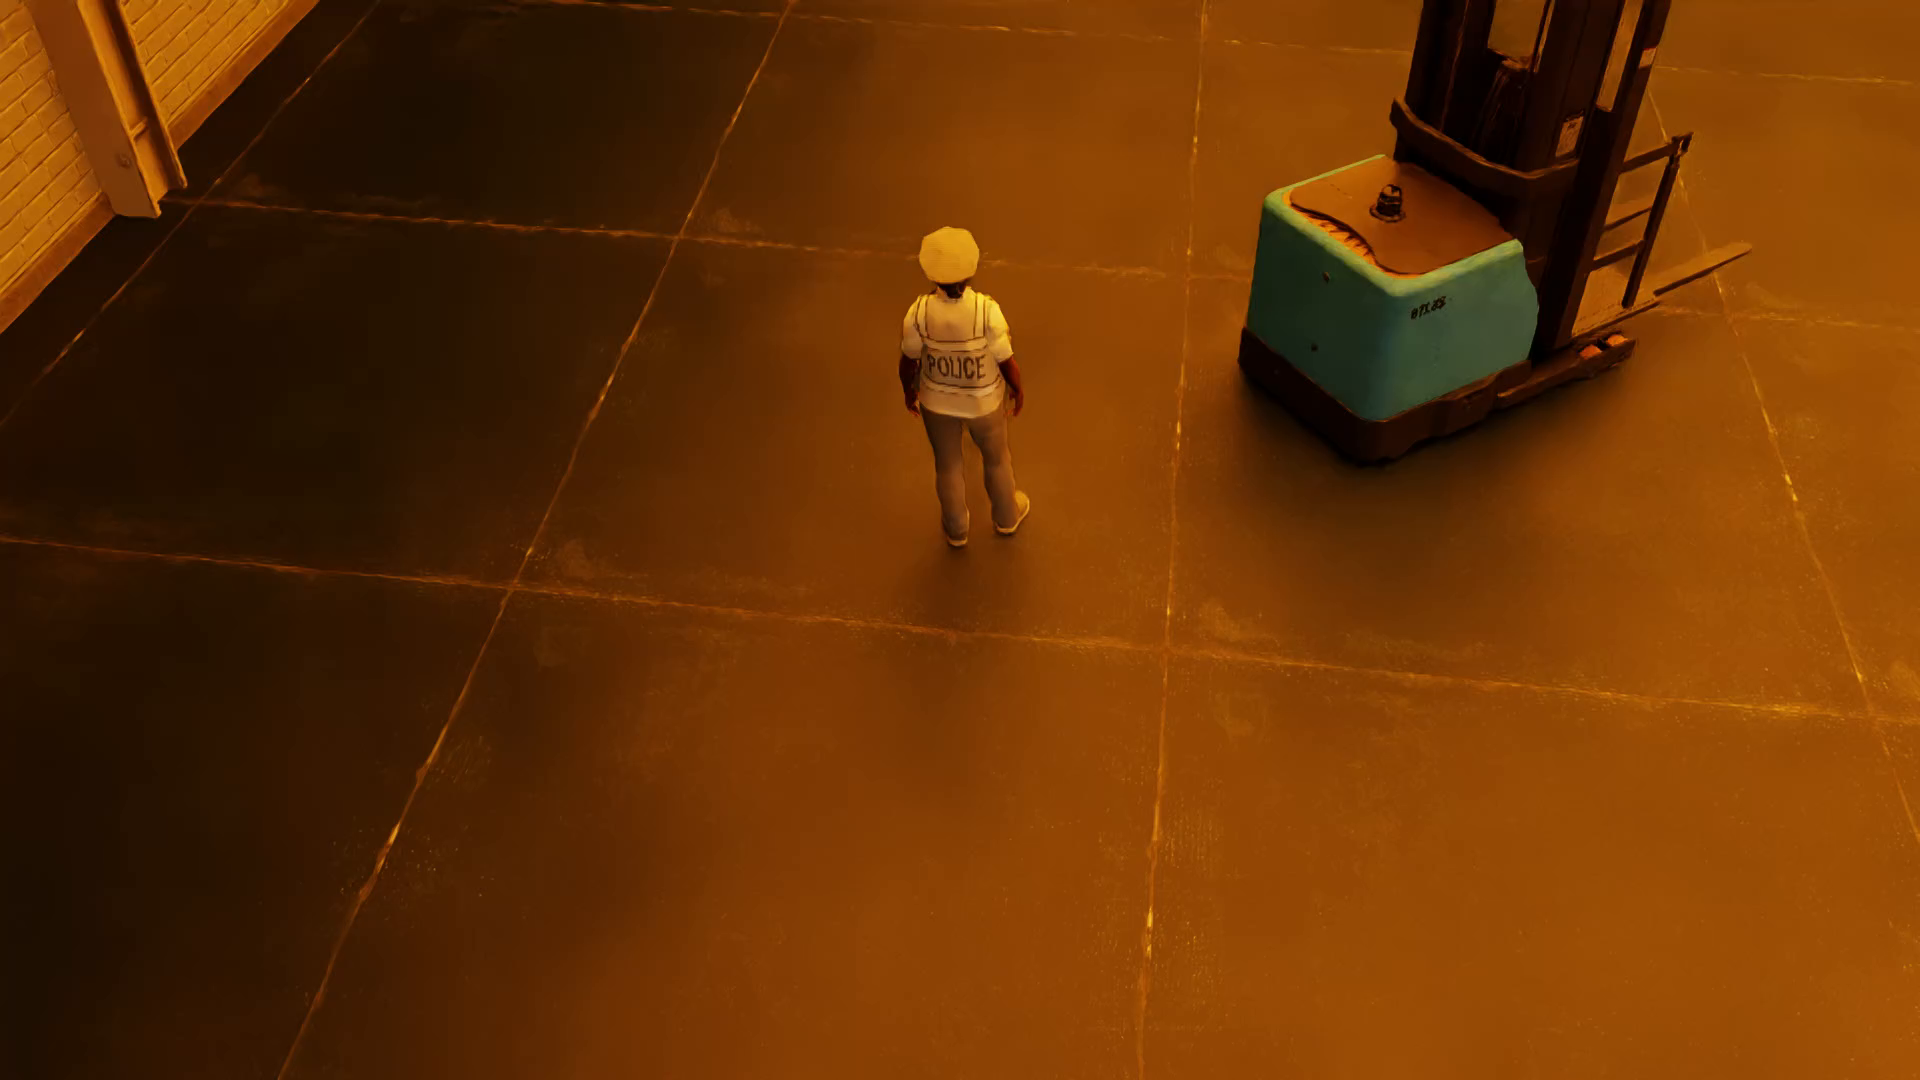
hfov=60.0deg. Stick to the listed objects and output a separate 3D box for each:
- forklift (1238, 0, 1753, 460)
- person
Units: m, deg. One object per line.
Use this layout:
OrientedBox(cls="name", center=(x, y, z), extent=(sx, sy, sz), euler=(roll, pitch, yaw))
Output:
OrientedBox(cls="forklift", center=(3.001, -2.228, 8.149), extent=(3.031, 2.935, 1.130), euler=(-22, 47, -23))
OrientedBox(cls="person", center=(0.029, -0.678, 7.365), extent=(0.570, 1.695, 0.529), euler=(5, 43, 6))
